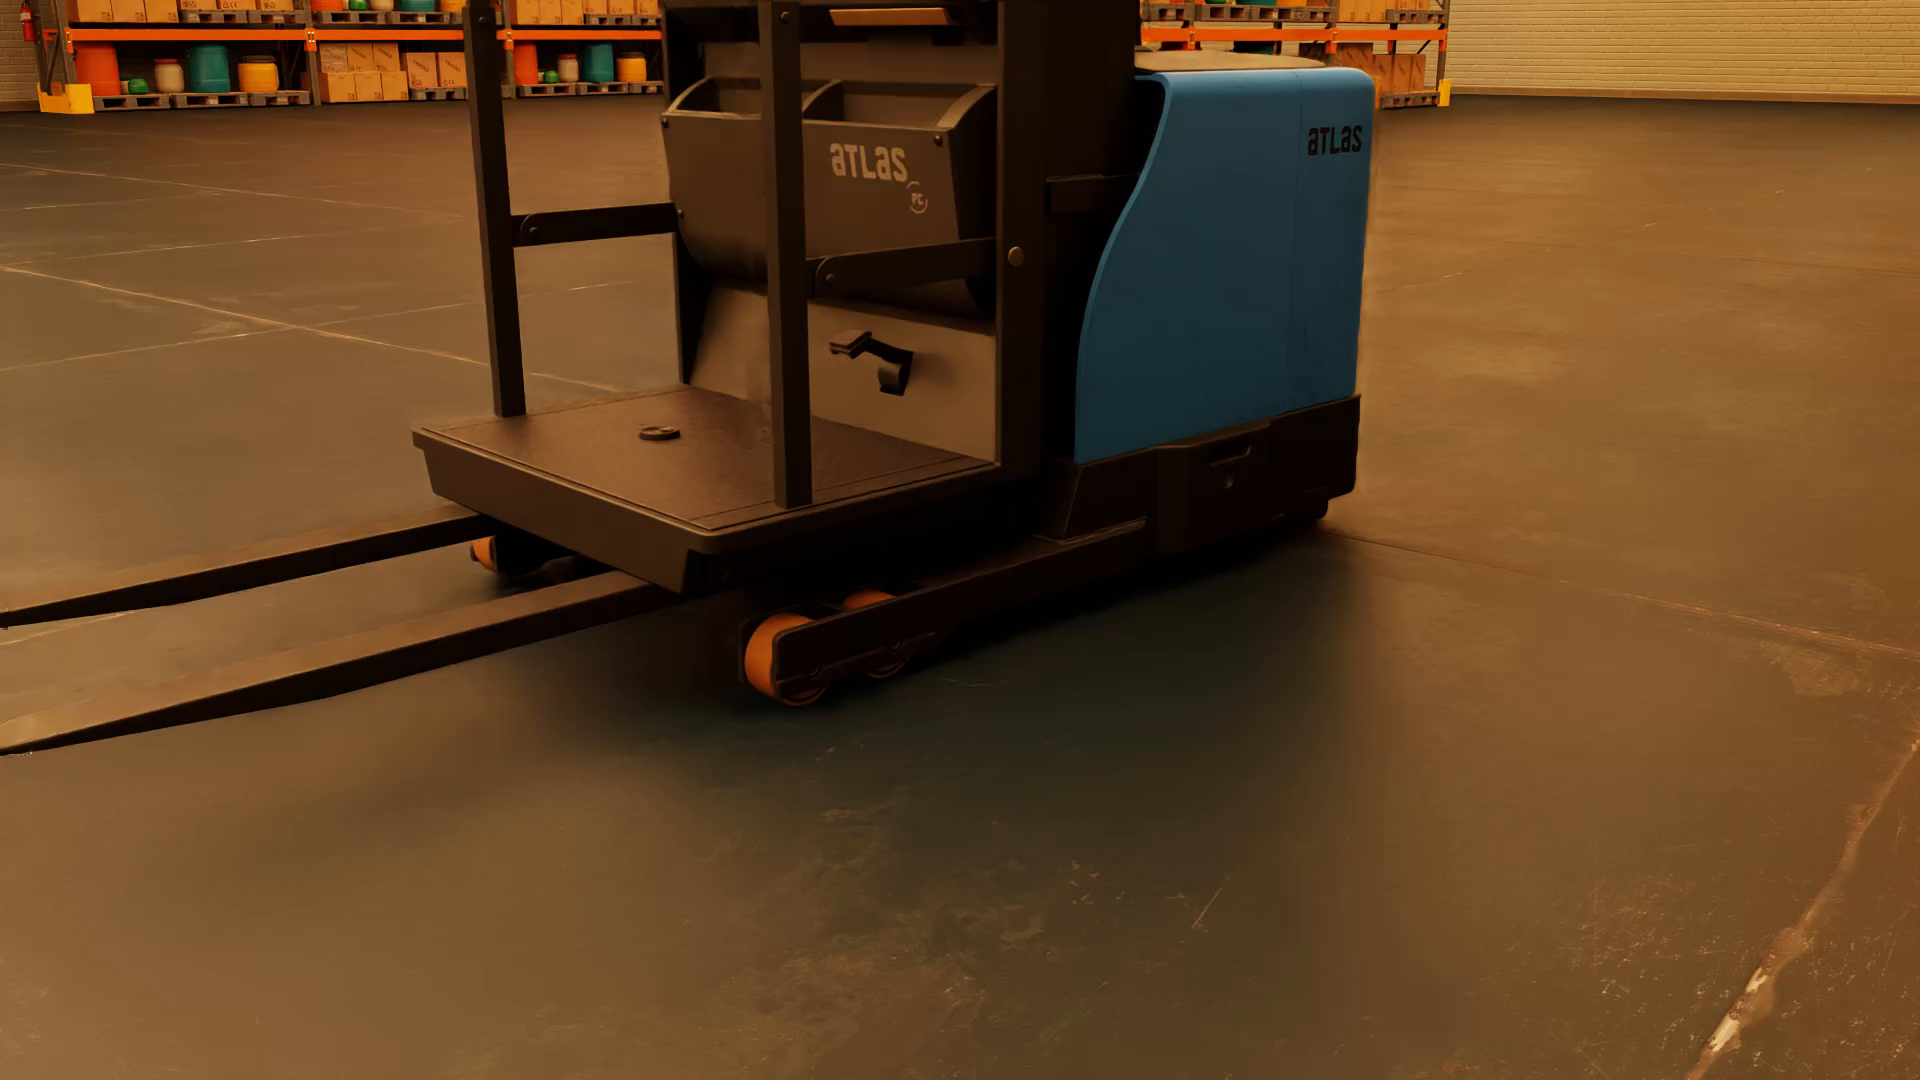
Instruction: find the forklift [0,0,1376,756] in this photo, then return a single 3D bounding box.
[{"bbox_3d":[-0.438,-1.275,3.098,3.031,2.935,1.130,-15,23,-41],"label":"forklift"}]
